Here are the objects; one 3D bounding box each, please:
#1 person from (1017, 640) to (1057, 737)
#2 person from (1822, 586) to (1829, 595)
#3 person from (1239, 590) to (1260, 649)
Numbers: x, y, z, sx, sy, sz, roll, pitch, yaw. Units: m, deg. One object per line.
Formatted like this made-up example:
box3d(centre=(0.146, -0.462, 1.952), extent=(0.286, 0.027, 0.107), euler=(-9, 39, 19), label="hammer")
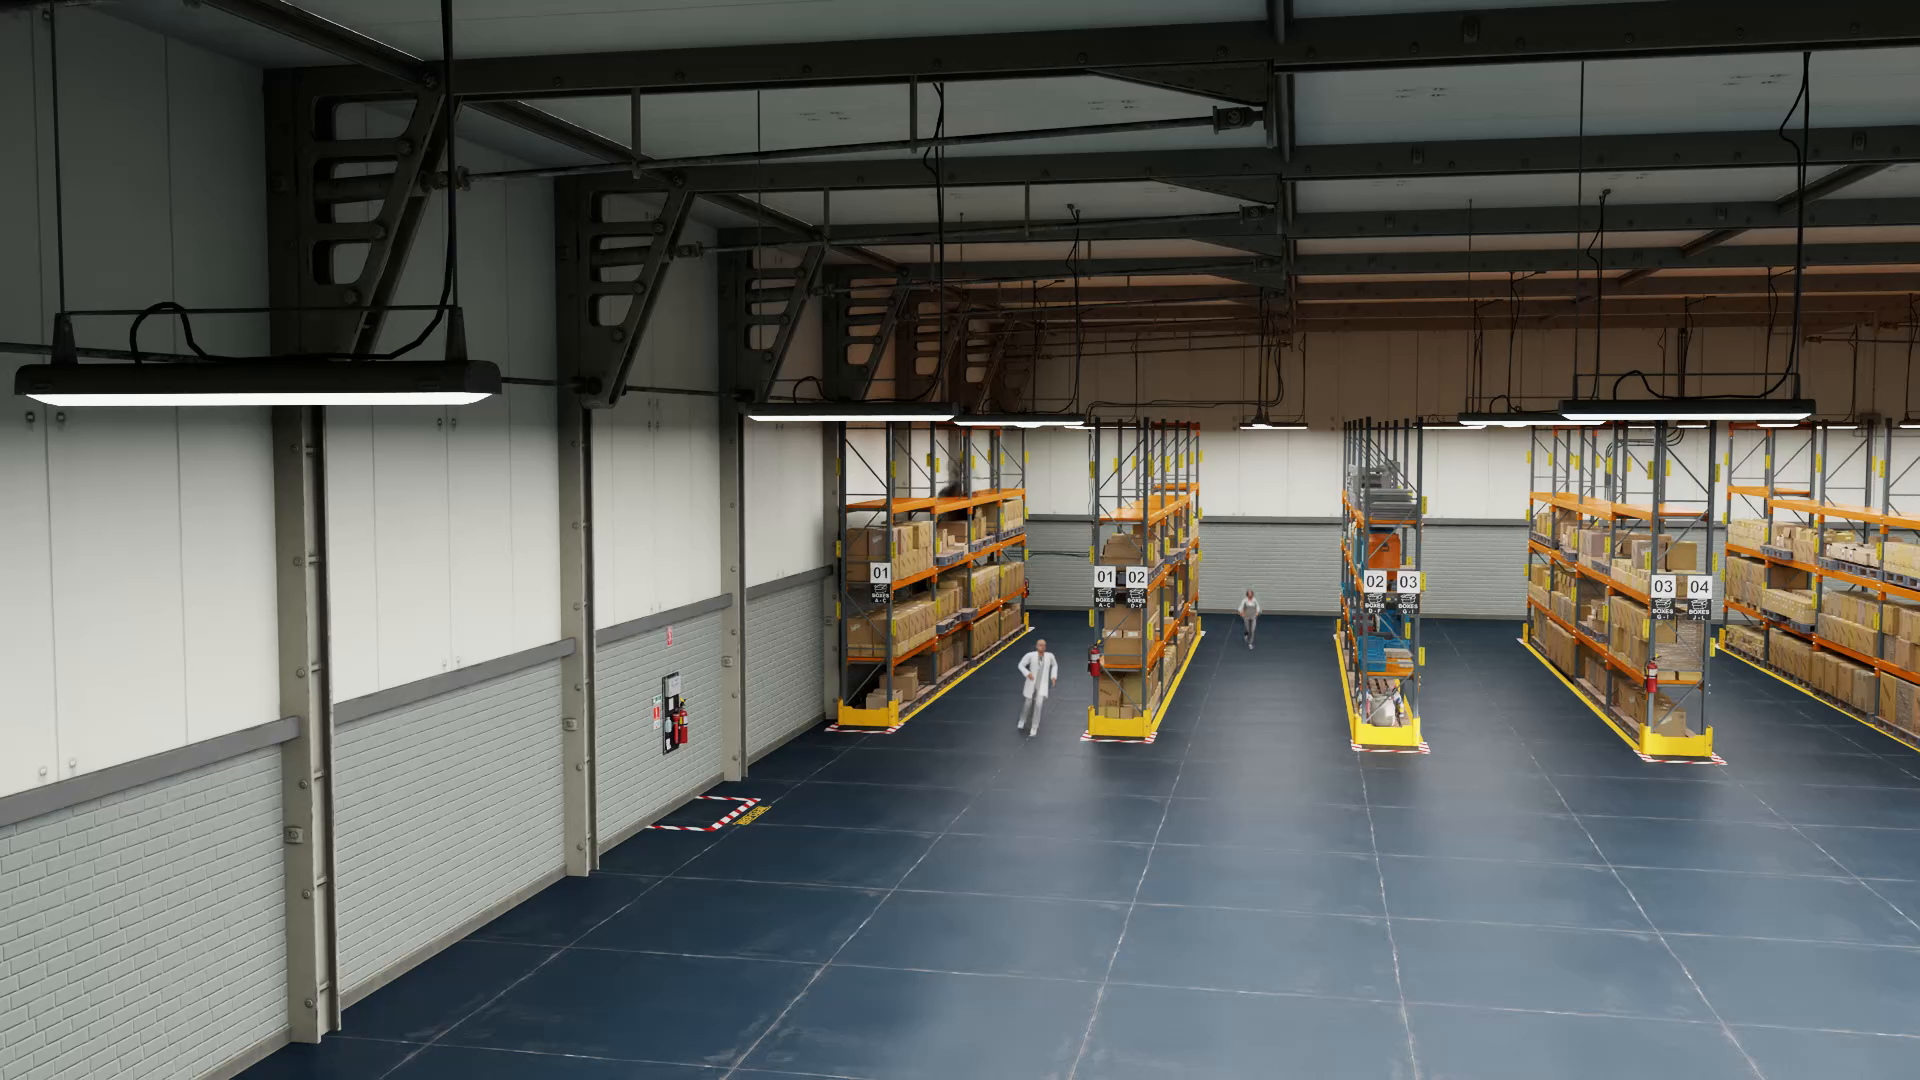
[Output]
box3d(centre=(1.485, 2.782, 31.633), extent=(0.762, 1.778, 1.003), euler=(0, 4, -2), label="person")
box3d(centre=(22.088, 2.062, 42.524), extent=(0.714, 1.765, 0.961), euler=(1, 4, 8), label="person")
box3d(centre=(7.695, 2.090, 44.170), extent=(0.547, 1.561, 0.554), euler=(0, 4, 1), label="person")
